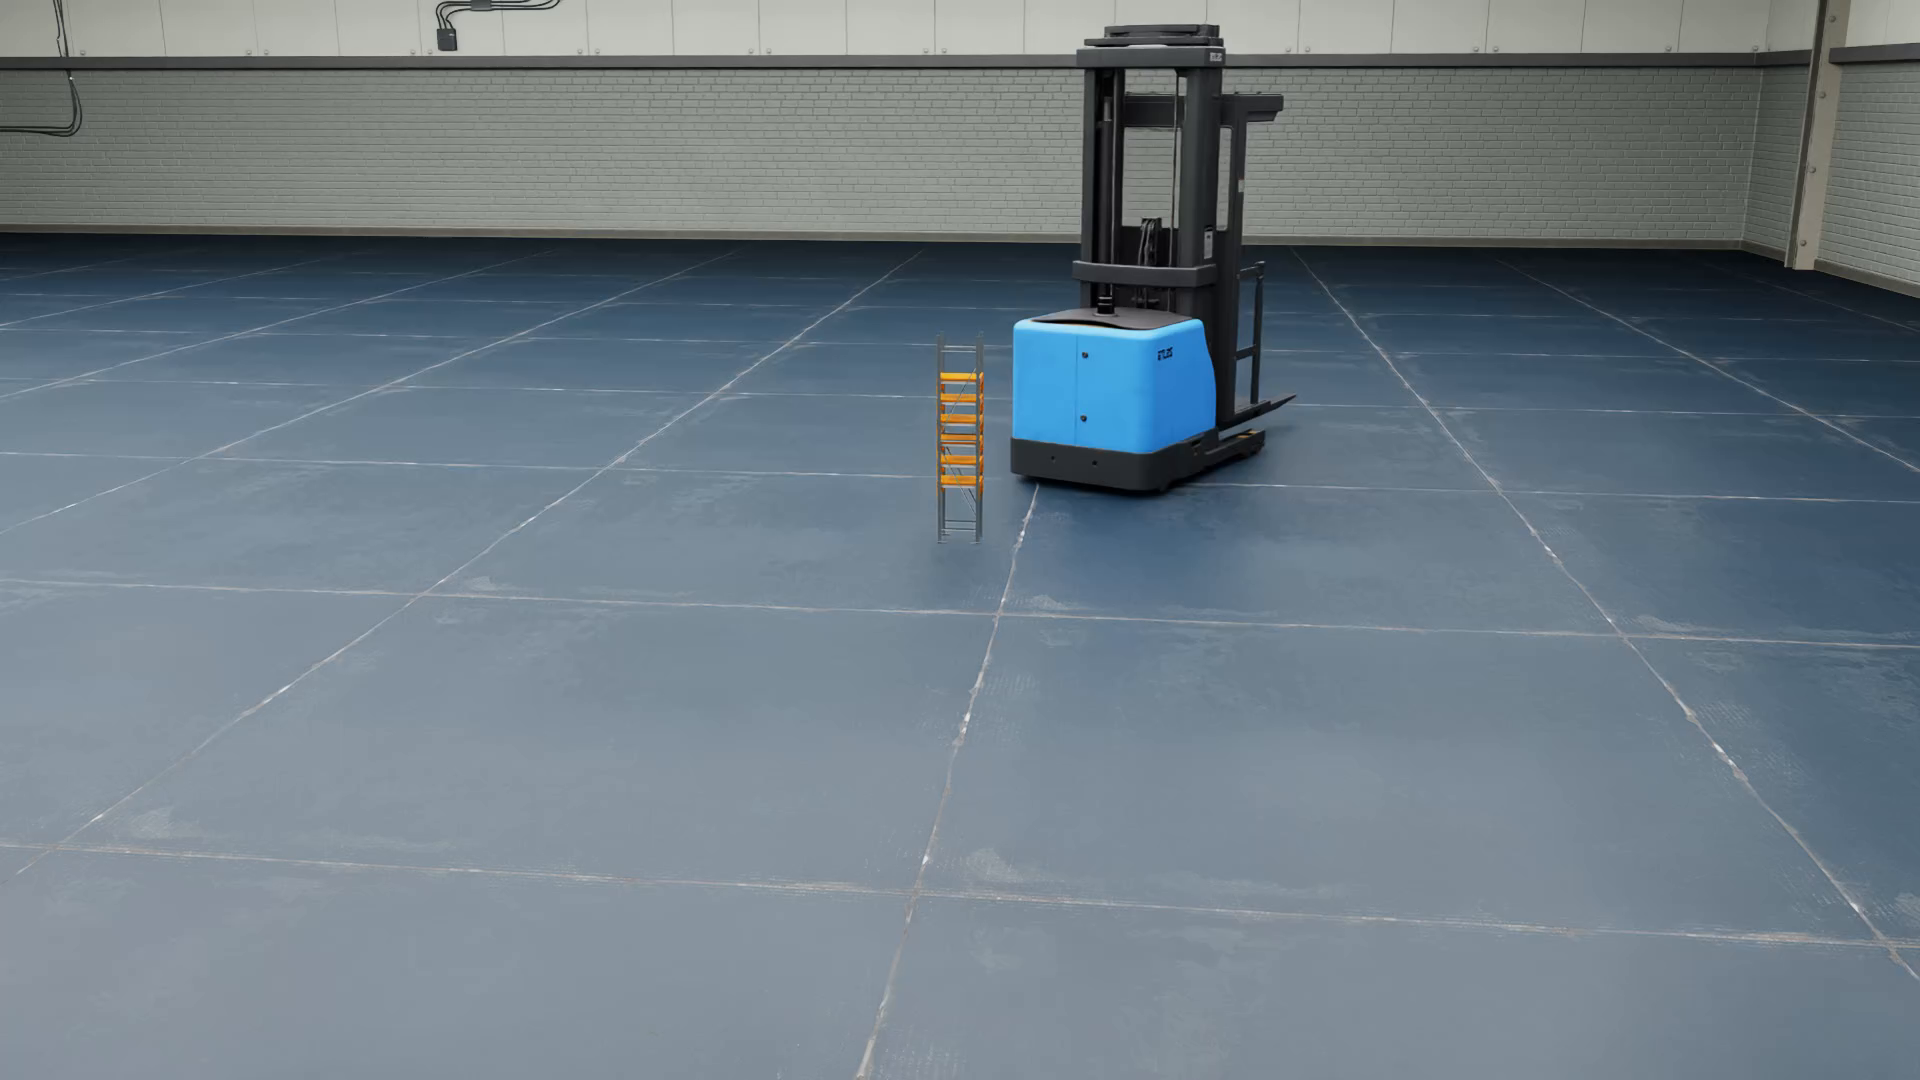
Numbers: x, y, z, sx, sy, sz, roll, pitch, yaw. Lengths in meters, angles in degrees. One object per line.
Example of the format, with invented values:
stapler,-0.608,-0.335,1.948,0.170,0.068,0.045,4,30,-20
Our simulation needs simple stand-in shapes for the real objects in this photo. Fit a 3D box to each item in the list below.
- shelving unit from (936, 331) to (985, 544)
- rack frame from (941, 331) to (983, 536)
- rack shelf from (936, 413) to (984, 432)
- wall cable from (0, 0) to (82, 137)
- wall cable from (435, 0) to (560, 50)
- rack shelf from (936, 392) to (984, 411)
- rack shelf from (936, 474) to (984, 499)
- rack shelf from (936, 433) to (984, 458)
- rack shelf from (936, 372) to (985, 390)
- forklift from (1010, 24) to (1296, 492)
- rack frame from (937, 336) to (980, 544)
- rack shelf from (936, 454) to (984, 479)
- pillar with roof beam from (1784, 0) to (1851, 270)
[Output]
shelving unit,0.002,-0.583,9.519,0.258,1.200,0.189,2,15,6
rack frame,0.012,-0.607,9.607,0.240,1.200,0.006,2,15,6
rack shelf,0.002,-0.656,9.500,0.258,0.103,0.180,2,15,6
wall cable,-17.309,-8.494,29.782,3.097,2.526,0.112,2,15,6
wall cable,-7.878,-11.351,27.884,2.305,6.003,0.169,2,15,6
rack shelf,0.002,-0.772,9.468,0.258,0.103,0.180,2,15,6
rack shelf,0.002,-0.308,9.594,0.258,0.103,0.180,2,15,6
rack shelf,0.002,-0.540,9.531,0.258,0.103,0.180,2,15,6
rack shelf,0.002,-0.888,9.437,0.258,0.103,0.180,2,15,6
forklift,1.545,-2.055,11.645,1.130,2.935,3.031,9,18,31
rack frame,-0.009,-0.559,9.432,0.240,1.200,0.006,2,15,6
rack shelf,0.002,-0.424,9.562,0.258,0.103,0.180,2,15,6
pillar with roof beam,8.066,-8.466,23.733,9.100,9.000,0.400,2,15,6
